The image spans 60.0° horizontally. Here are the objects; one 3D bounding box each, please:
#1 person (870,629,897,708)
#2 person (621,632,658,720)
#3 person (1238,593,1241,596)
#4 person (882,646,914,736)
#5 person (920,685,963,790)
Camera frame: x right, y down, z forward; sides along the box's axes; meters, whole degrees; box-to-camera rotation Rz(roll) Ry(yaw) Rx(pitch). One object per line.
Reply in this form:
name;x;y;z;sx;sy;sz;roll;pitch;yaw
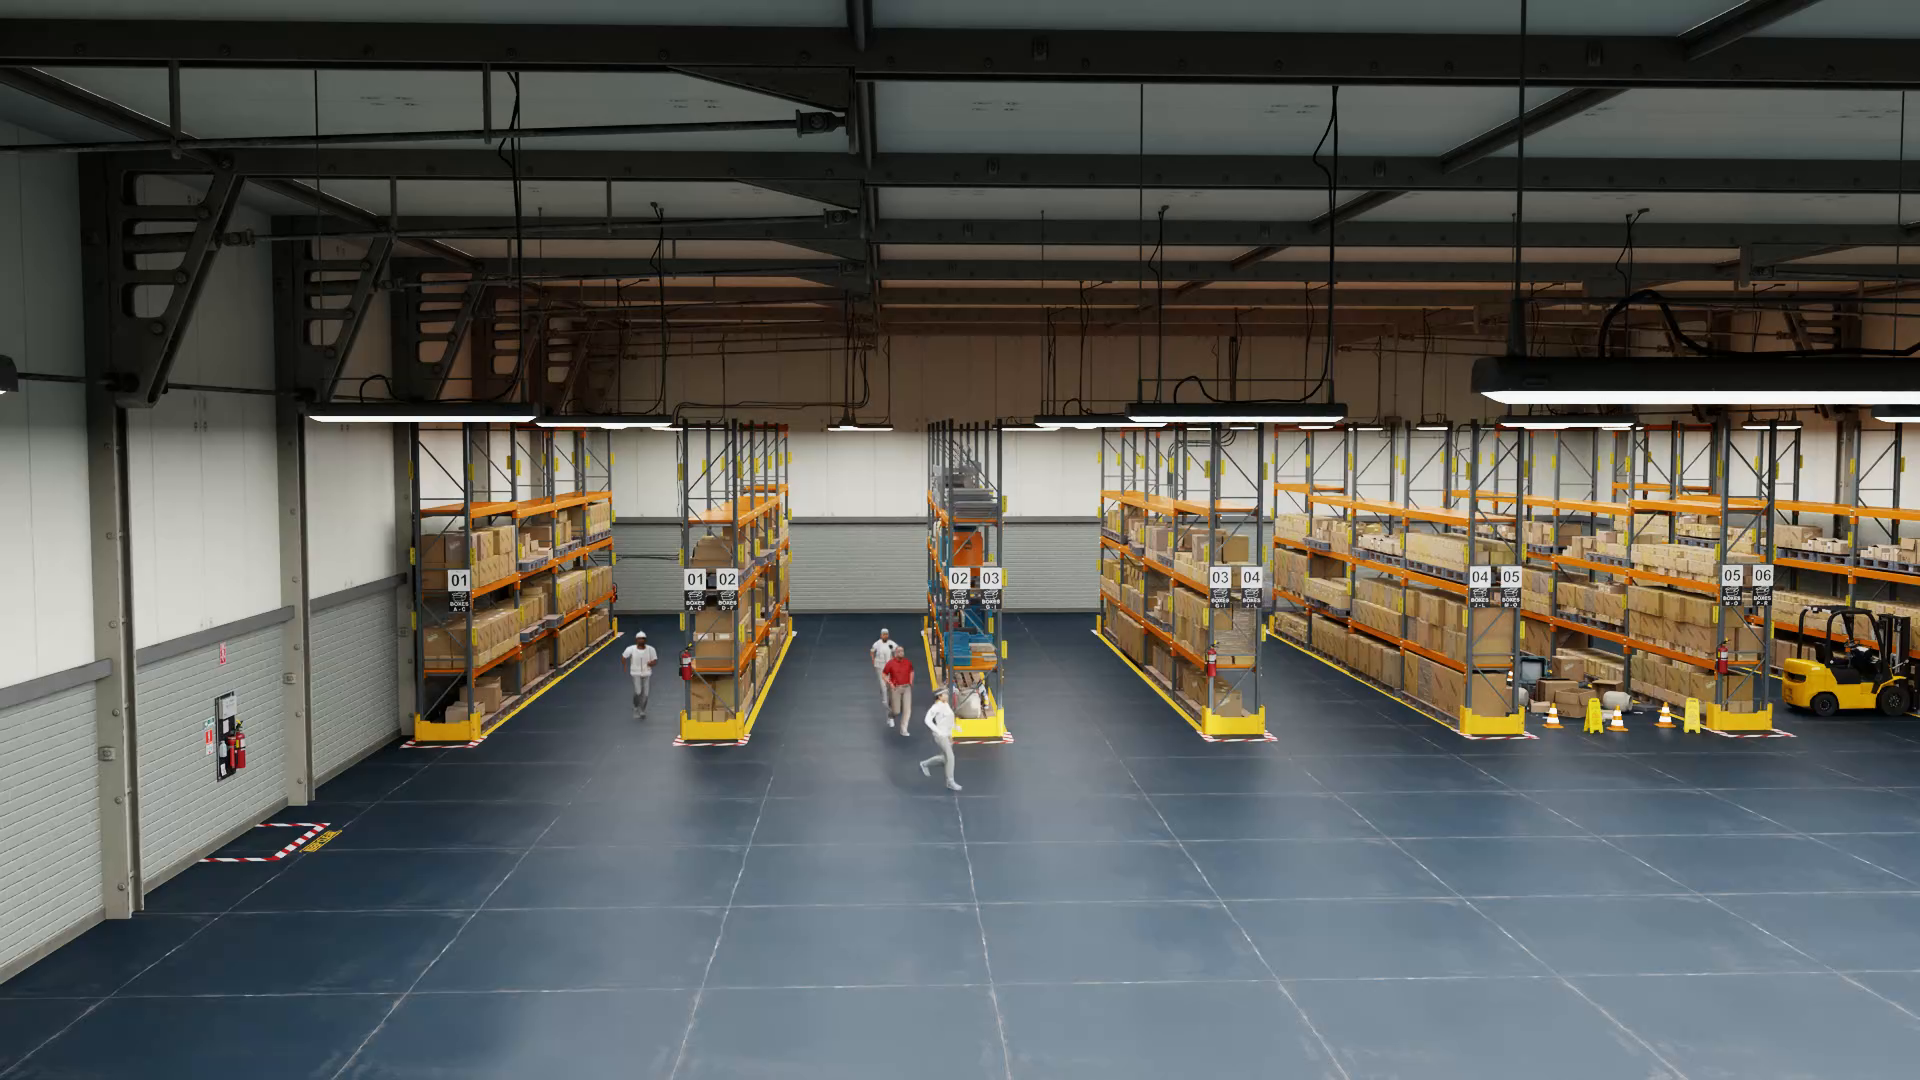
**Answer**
person;-1.582;2.671;34.903;0.609;1.630;0.711;-1;4;-8
person;-6.376;2.715;33.237;0.675;1.757;0.688;-1;4;-22
person;8.350;1.826;48.631;0.770;1.594;0.679;-2;4;-23
person;-1.138;2.855;31.596;0.661;1.676;0.778;-1;4;-20
person;-0.324;3.182;26.869;0.780;1.682;0.618;2;4;24
